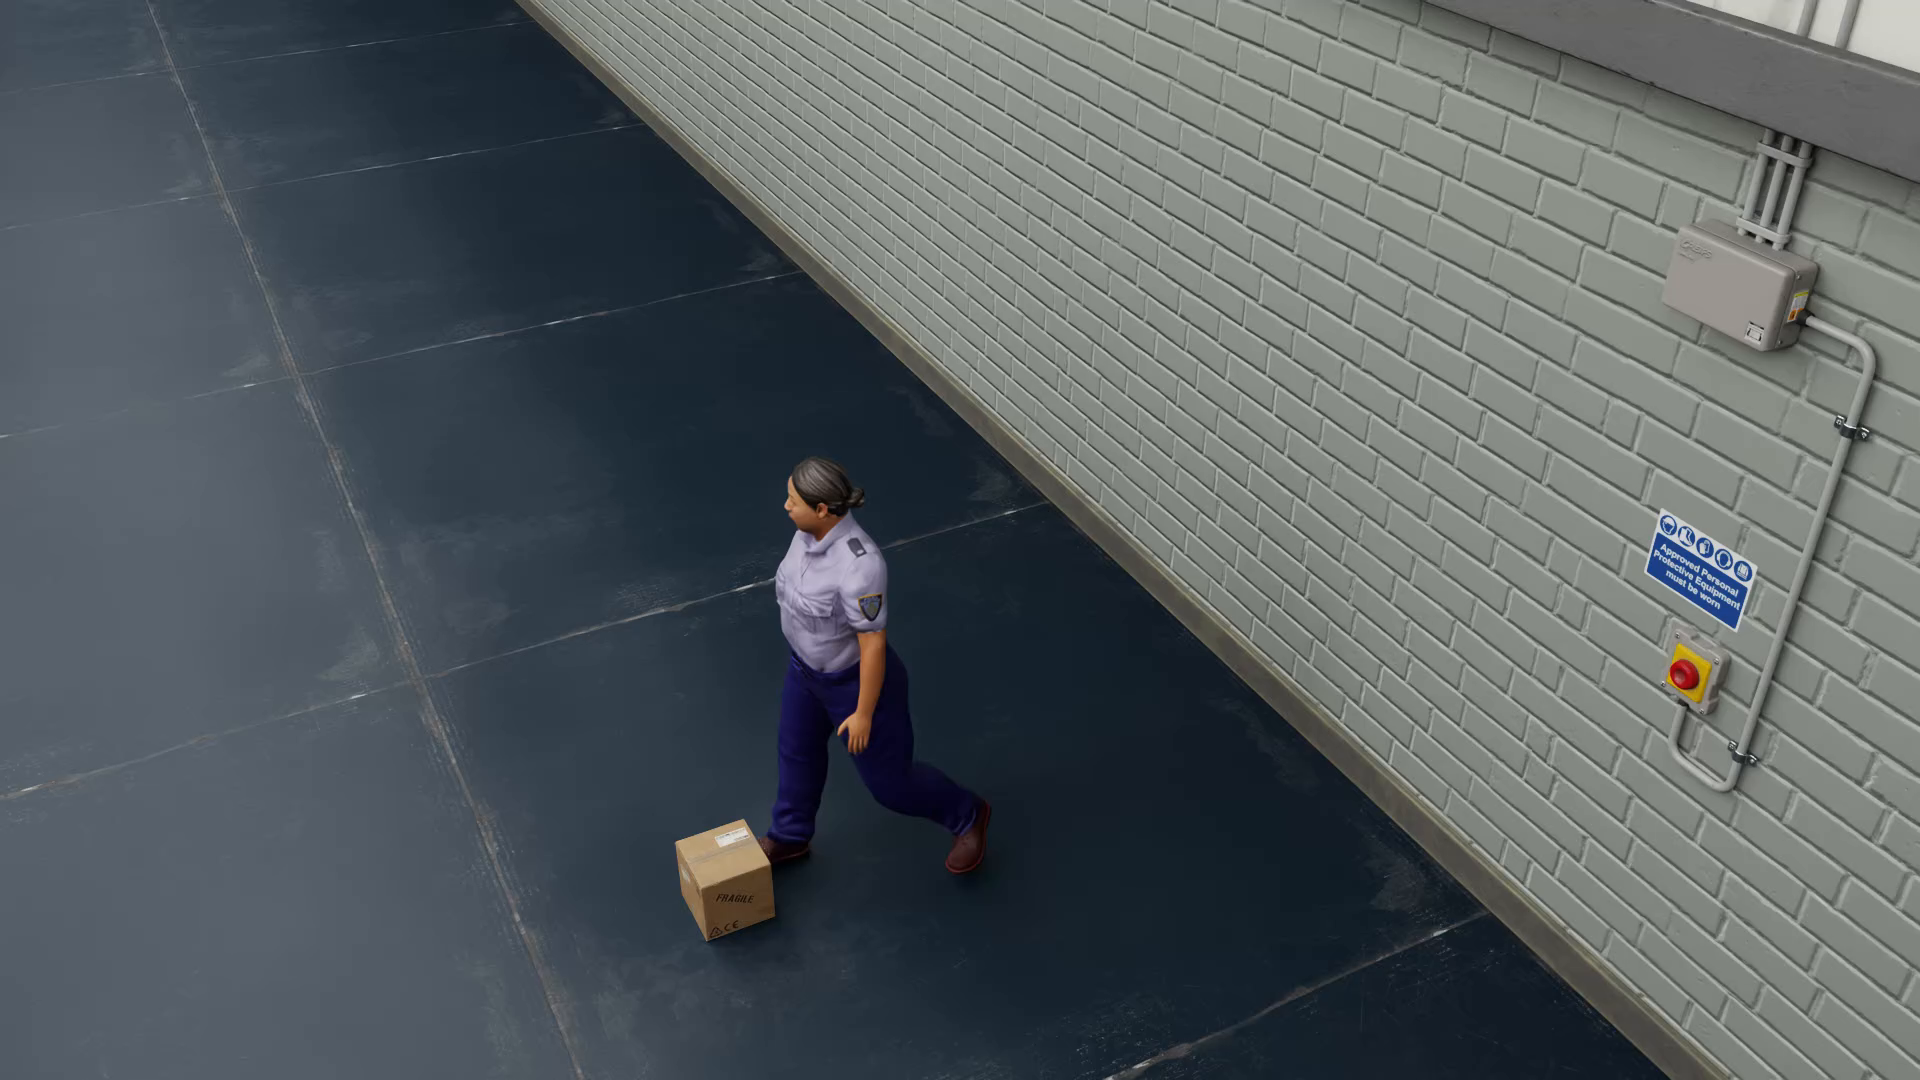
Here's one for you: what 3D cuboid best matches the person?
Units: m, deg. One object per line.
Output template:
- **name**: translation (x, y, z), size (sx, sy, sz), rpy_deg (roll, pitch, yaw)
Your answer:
- **person**: translation (-0.338, 0.464, 5.442), size (0.844, 1.614, 0.604), rpy_deg (-20, 38, -27)
